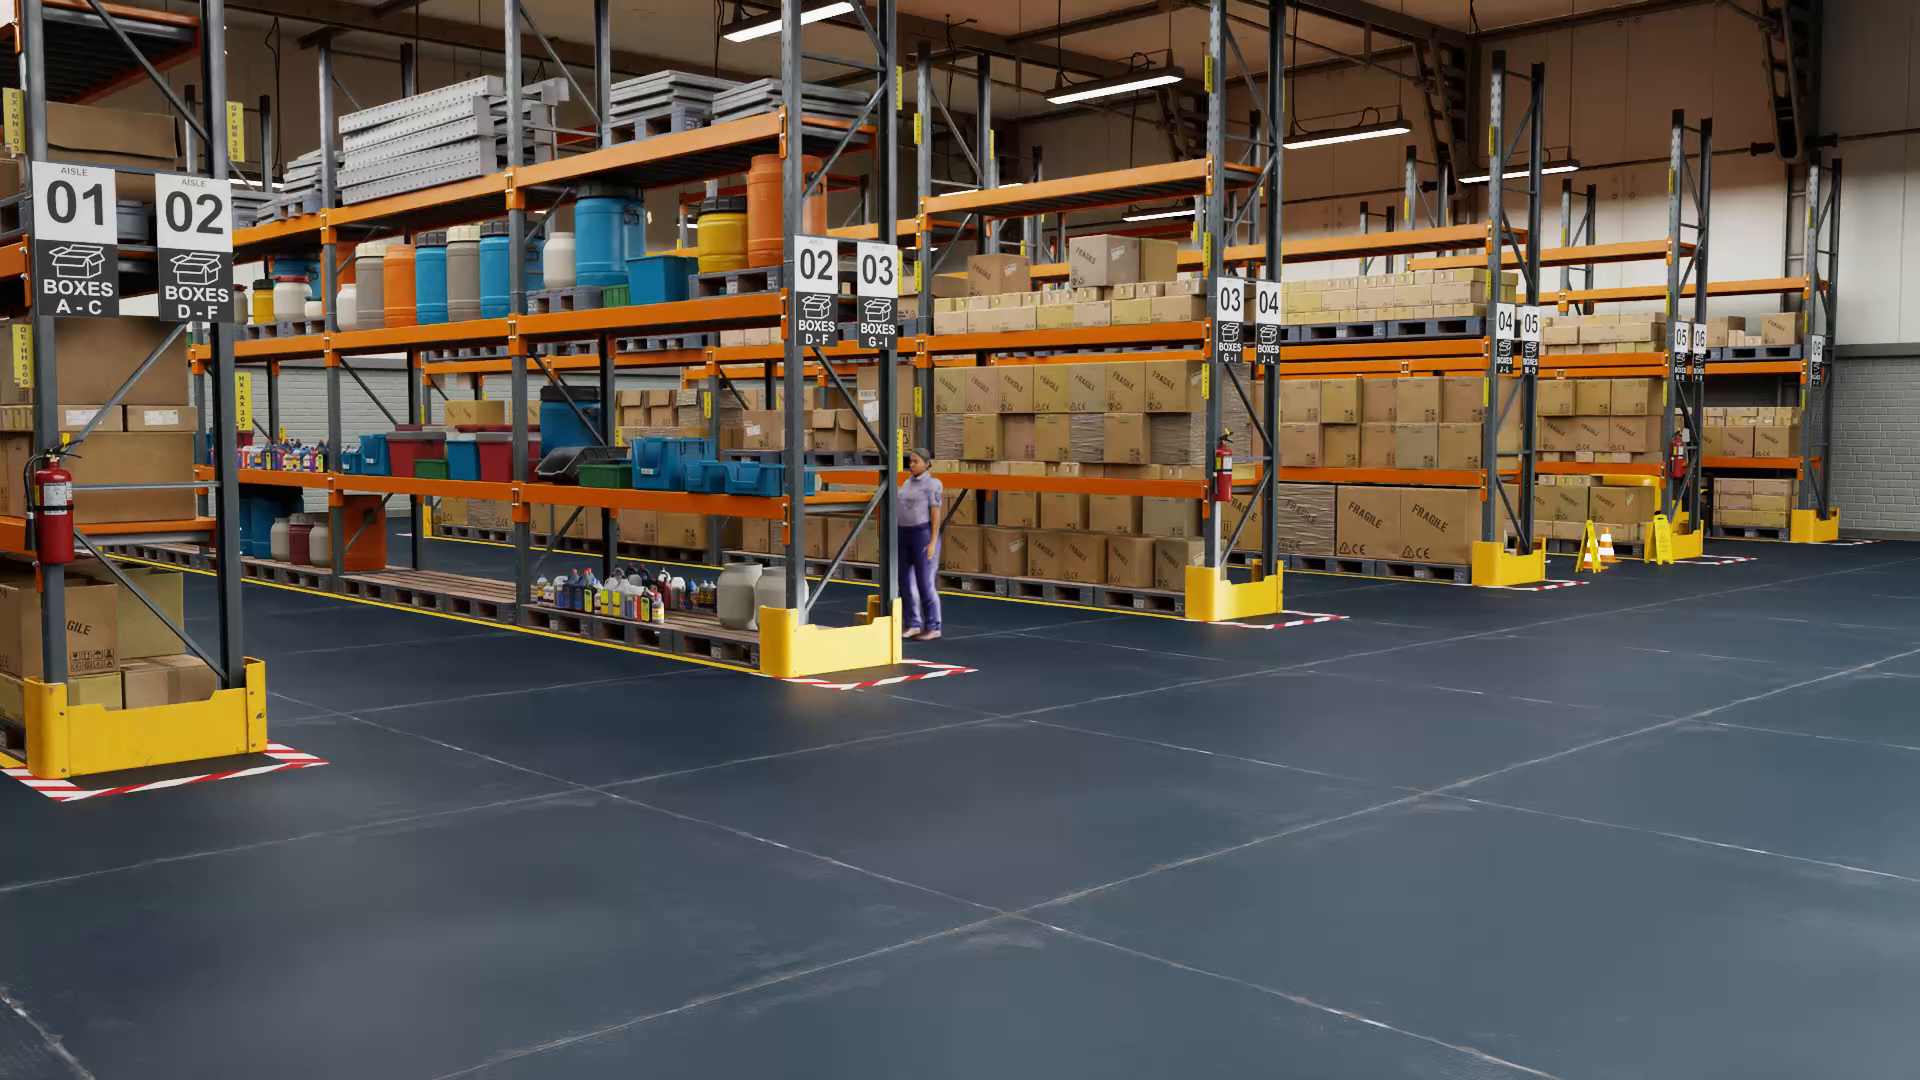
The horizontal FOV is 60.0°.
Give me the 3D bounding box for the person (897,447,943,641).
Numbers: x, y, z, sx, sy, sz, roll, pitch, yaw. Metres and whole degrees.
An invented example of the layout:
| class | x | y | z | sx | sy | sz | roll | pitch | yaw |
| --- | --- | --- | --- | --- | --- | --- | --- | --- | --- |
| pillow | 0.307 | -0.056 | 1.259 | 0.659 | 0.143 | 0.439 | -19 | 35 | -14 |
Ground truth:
| class | x | y | z | sx | sy | sz | roll | pitch | yaw |
| --- | --- | --- | --- | --- | --- | --- | --- | --- | --- |
| person | -0.359 | 0.036 | 14.278 | 0.339 | 1.632 | 0.467 | -4 | 5 | -42 |
